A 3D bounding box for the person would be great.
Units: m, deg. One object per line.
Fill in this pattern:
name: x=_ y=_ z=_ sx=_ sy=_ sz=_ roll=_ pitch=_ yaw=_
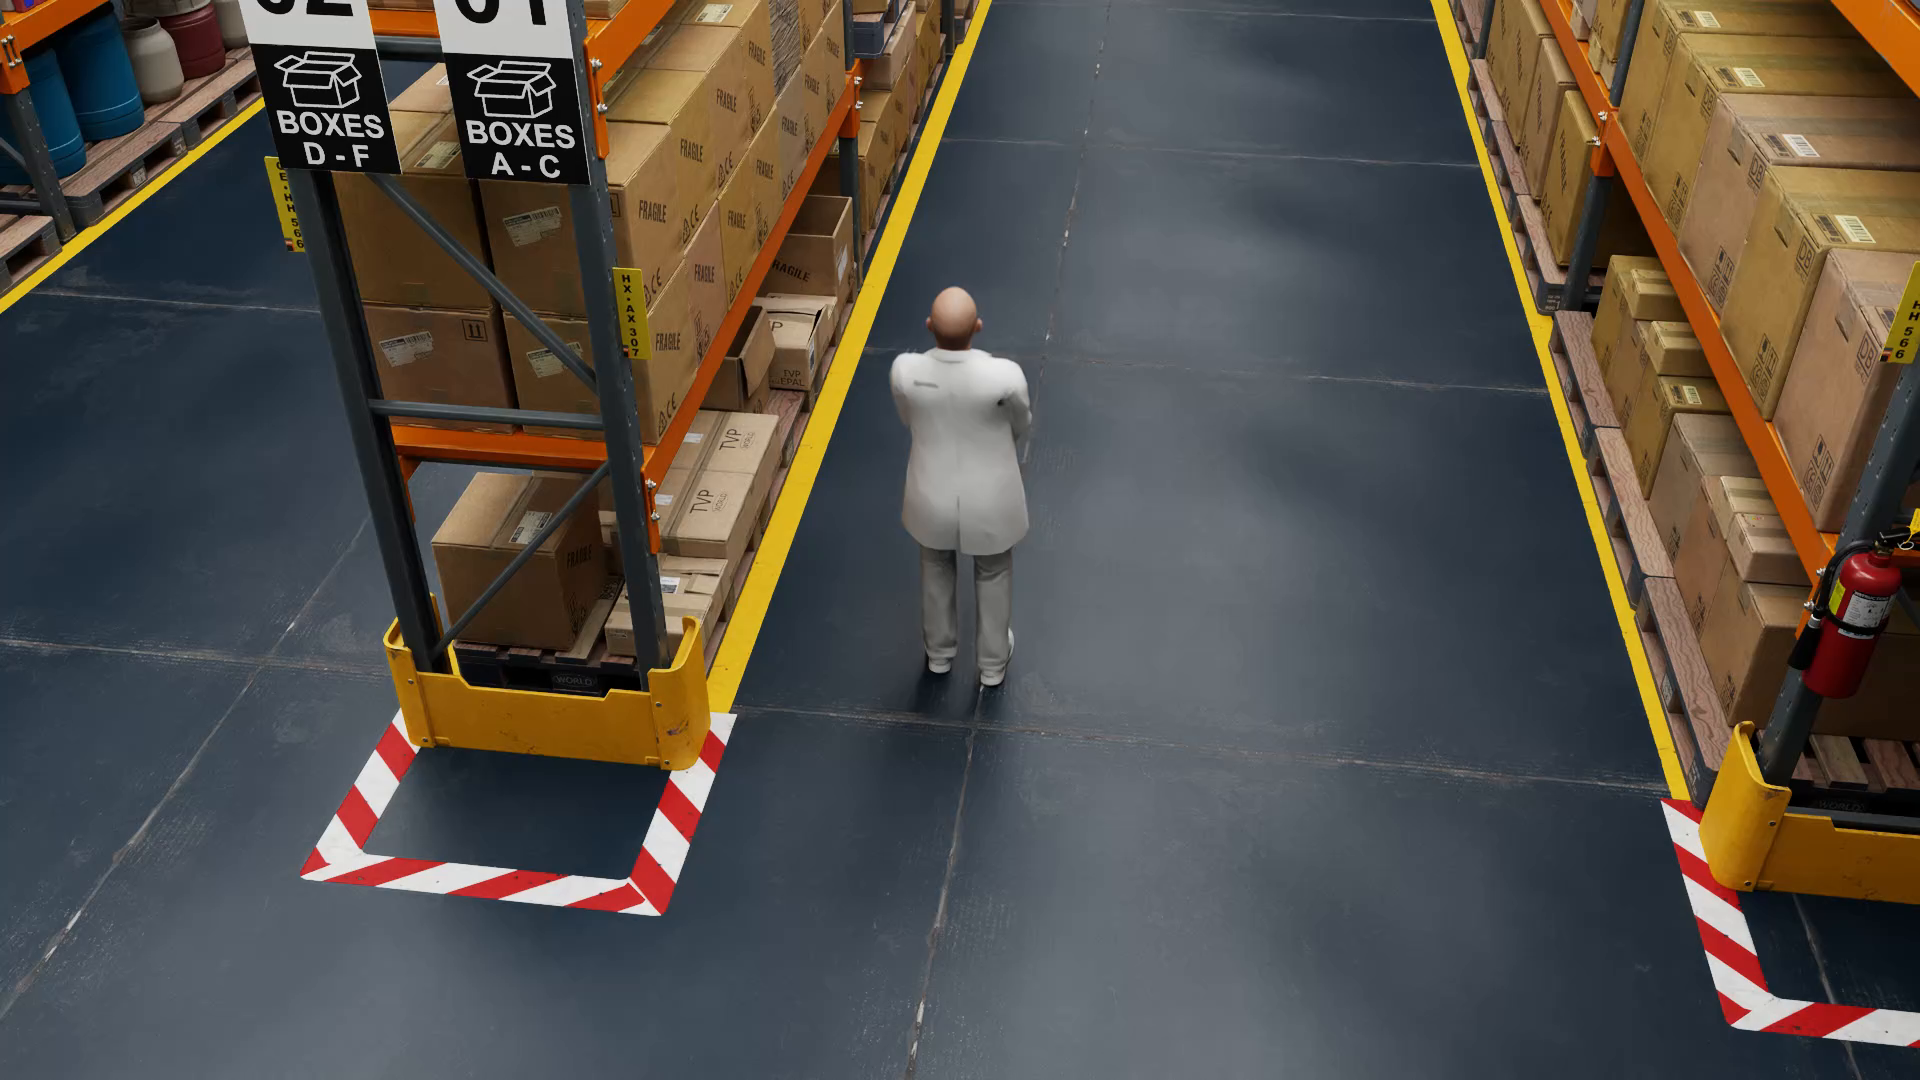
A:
person: x=0.020 y=-0.259 z=6.527 sx=0.530 sy=1.770 sz=0.555 roll=5 pitch=36 yaw=7
